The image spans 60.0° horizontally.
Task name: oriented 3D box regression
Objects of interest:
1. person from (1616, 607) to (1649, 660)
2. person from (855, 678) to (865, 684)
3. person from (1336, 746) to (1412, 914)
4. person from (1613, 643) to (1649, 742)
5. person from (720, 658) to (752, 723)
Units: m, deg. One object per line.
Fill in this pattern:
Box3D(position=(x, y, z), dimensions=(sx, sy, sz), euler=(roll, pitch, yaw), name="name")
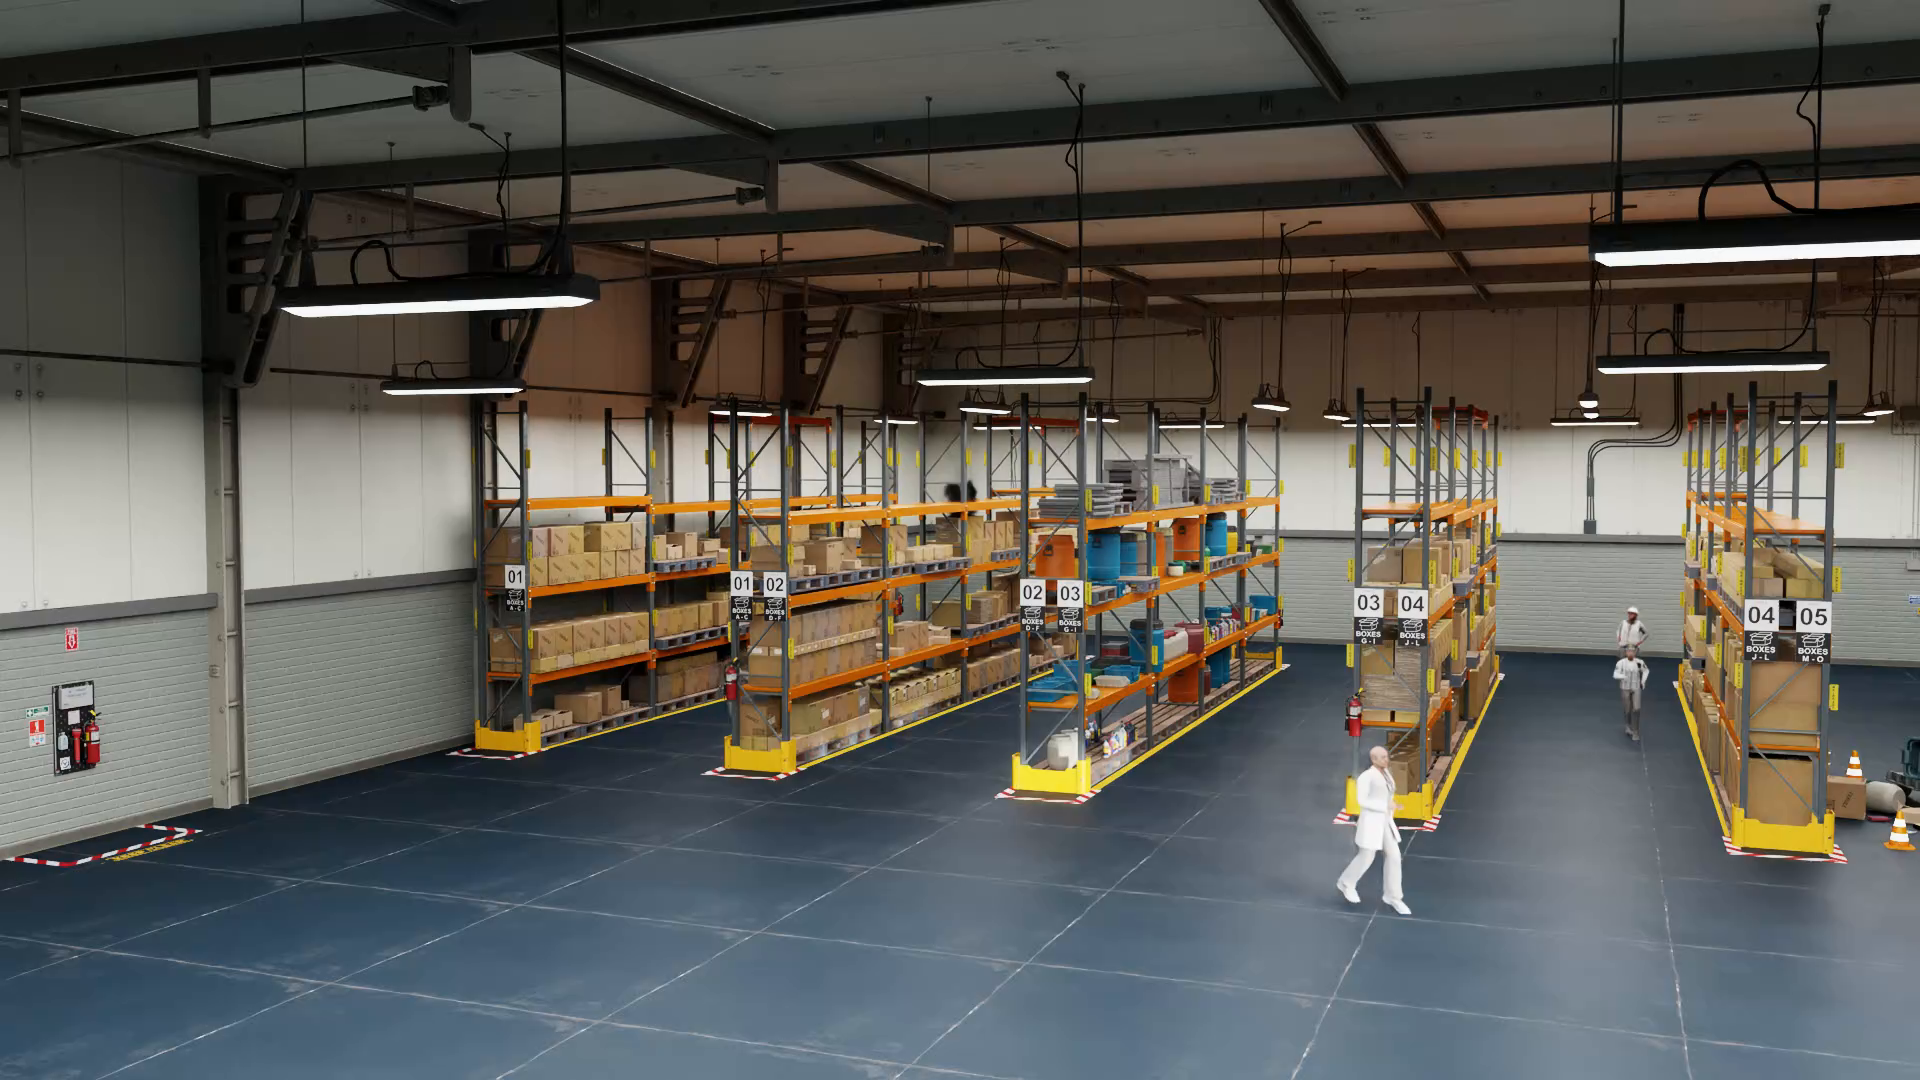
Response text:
Box3D(position=(14.820, 2.356, 36.689), dimensions=(0.675, 1.761, 0.779), euler=(2, 4, 41), name="person")
Box3D(position=(-2.159, 2.214, 34.521), dimensions=(0.673, 1.801, 0.808), euler=(1, 3, 14), name="person")
Box3D(position=(4.619, 3.210, 18.540), dimensions=(0.737, 1.842, 0.890), euler=(-2, 4, -41), name="person")
Box3D(position=(12.005, 2.716, 29.760), dimensions=(0.594, 1.753, 0.753), euler=(1, 3, 22), name="person")
Box3D(position=(-3.974, 2.822, 29.170), dimensions=(0.517, 1.531, 0.640), euler=(2, 3, 29), name="person")
